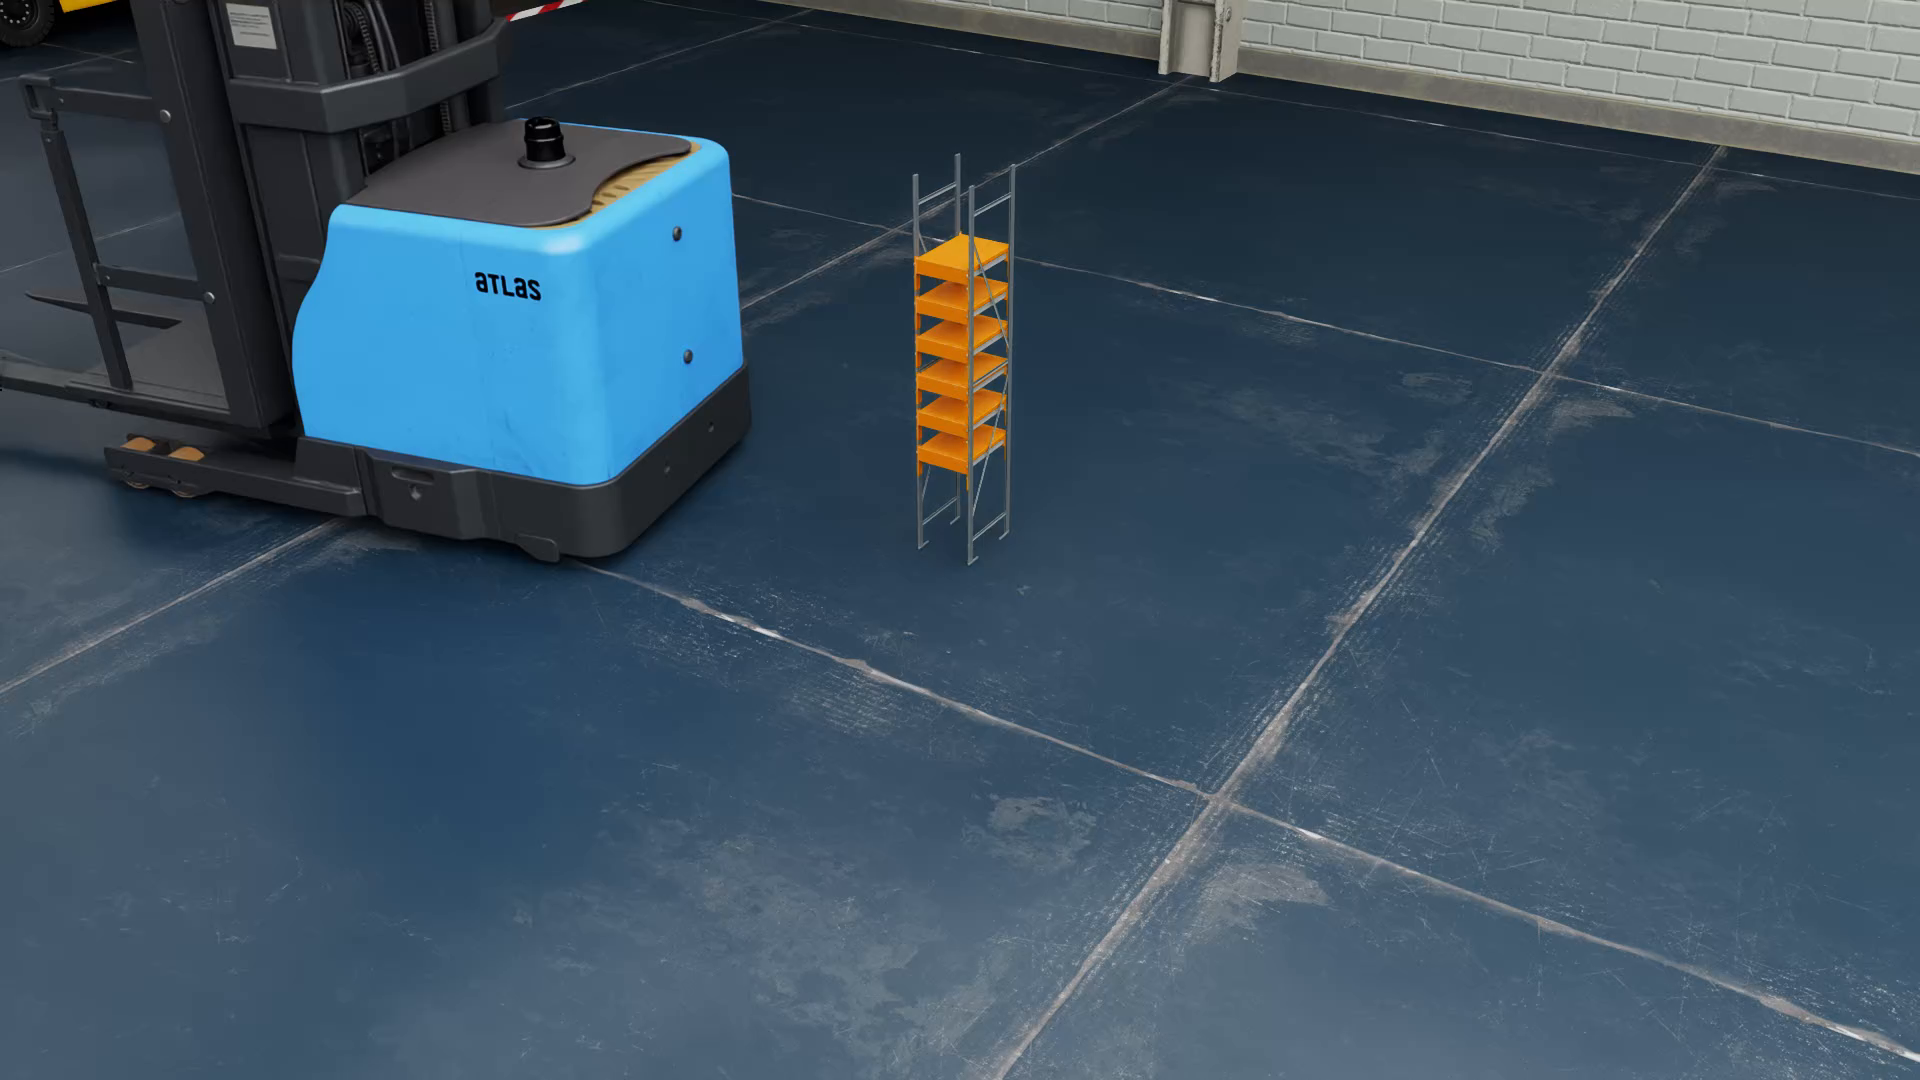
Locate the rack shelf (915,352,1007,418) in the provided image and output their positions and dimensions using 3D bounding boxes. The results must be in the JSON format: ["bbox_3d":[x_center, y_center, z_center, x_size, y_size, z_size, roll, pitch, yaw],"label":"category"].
[{"bbox_3d":[0.012,-0.476,4.963,0.180,0.103,0.258,18,35,27],"label":"rack shelf"}]

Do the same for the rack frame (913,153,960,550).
[{"bbox_3d":[-0.065,-0.539,4.983,0.006,1.200,0.240,18,35,27],"label":"rack frame"}]

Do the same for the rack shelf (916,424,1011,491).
[{"bbox_3d":[0.012,-0.269,5.084,0.180,0.103,0.258,18,35,27],"label":"rack shelf"}]

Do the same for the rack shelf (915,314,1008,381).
[{"bbox_3d":[0.012,-0.580,4.903,0.180,0.103,0.258,18,35,27],"label":"rack shelf"}]

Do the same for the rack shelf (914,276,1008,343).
[{"bbox_3d":[0.012,-0.683,4.842,0.180,0.103,0.258,18,35,27],"label":"rack shelf"}]

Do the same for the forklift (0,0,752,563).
[{"bbox_3d":[-2.296,-1.642,5.155,3.031,2.935,1.130,10,32,17],"label":"forklift"}]

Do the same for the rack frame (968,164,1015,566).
[{"bbox_3d":[0.090,-0.490,4.899,0.006,1.200,0.240,18,35,27],"label":"rack frame"}]

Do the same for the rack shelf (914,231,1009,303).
[{"bbox_3d":[0.012,-0.787,4.782,0.180,0.103,0.258,18,35,27],"label":"rack shelf"}]

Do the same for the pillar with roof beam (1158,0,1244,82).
[{"bbox_3d":[-0.836,-4.903,4.724,0.400,9.000,9.100,18,35,27],"label":"pillar with roof beam"}]

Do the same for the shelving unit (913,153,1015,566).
[{"bbox_3d":[0.012,-0.514,4.941,0.189,1.200,0.258,18,35,27],"label":"shelving unit"}]

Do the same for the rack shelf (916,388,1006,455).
[{"bbox_3d":[0.012,-0.372,5.024,0.180,0.103,0.258,18,35,27],"label":"rack shelf"}]
